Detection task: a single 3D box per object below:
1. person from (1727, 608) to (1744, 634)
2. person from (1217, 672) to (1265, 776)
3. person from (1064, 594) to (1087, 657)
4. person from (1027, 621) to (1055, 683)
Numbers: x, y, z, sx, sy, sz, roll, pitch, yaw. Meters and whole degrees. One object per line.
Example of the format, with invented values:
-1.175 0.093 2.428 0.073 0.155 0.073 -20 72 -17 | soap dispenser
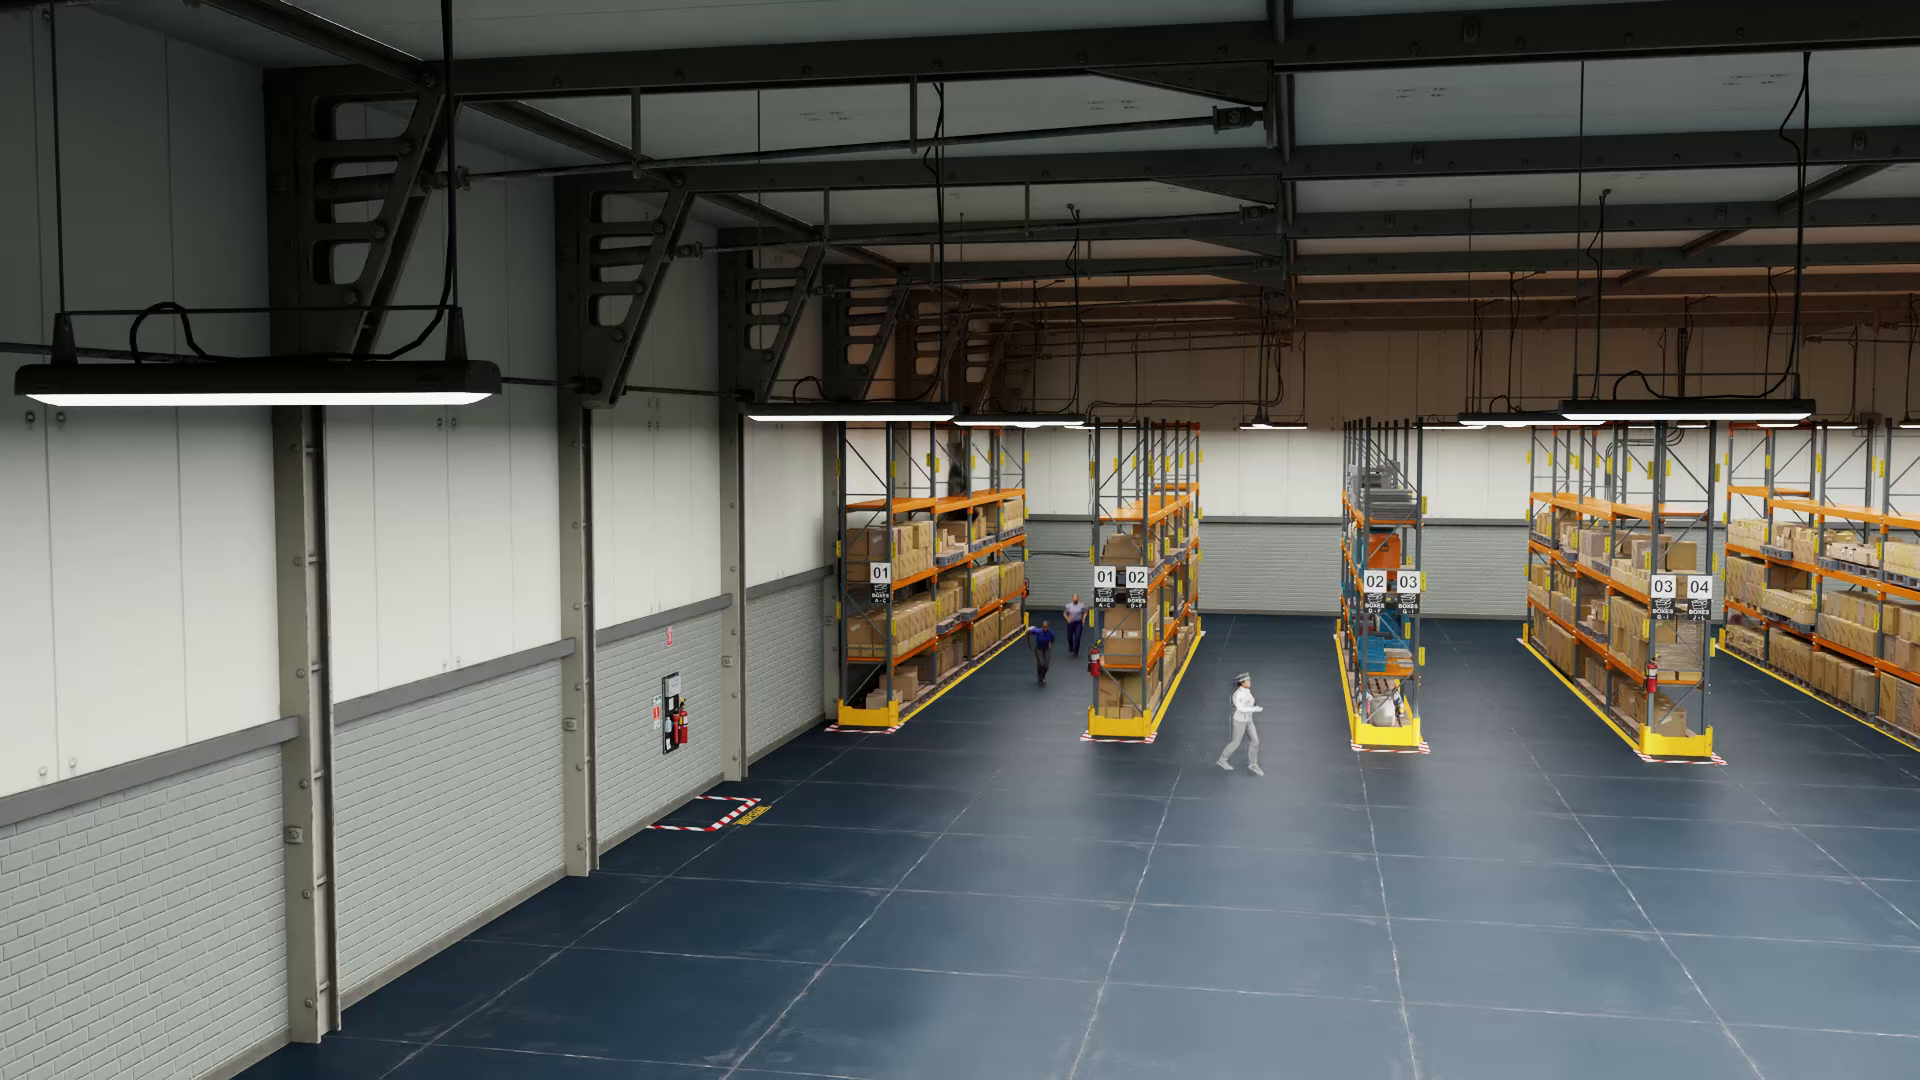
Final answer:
21.161 1.997 45.297 0.640 1.651 0.694 2 4 32 | person
4.691 3.067 27.798 0.779 1.743 0.599 2 4 29 | person
2.947 2.169 42.469 0.595 1.601 0.560 0 4 4 | person
1.831 2.542 37.595 0.603 1.486 0.853 -1 4 -9 | person
